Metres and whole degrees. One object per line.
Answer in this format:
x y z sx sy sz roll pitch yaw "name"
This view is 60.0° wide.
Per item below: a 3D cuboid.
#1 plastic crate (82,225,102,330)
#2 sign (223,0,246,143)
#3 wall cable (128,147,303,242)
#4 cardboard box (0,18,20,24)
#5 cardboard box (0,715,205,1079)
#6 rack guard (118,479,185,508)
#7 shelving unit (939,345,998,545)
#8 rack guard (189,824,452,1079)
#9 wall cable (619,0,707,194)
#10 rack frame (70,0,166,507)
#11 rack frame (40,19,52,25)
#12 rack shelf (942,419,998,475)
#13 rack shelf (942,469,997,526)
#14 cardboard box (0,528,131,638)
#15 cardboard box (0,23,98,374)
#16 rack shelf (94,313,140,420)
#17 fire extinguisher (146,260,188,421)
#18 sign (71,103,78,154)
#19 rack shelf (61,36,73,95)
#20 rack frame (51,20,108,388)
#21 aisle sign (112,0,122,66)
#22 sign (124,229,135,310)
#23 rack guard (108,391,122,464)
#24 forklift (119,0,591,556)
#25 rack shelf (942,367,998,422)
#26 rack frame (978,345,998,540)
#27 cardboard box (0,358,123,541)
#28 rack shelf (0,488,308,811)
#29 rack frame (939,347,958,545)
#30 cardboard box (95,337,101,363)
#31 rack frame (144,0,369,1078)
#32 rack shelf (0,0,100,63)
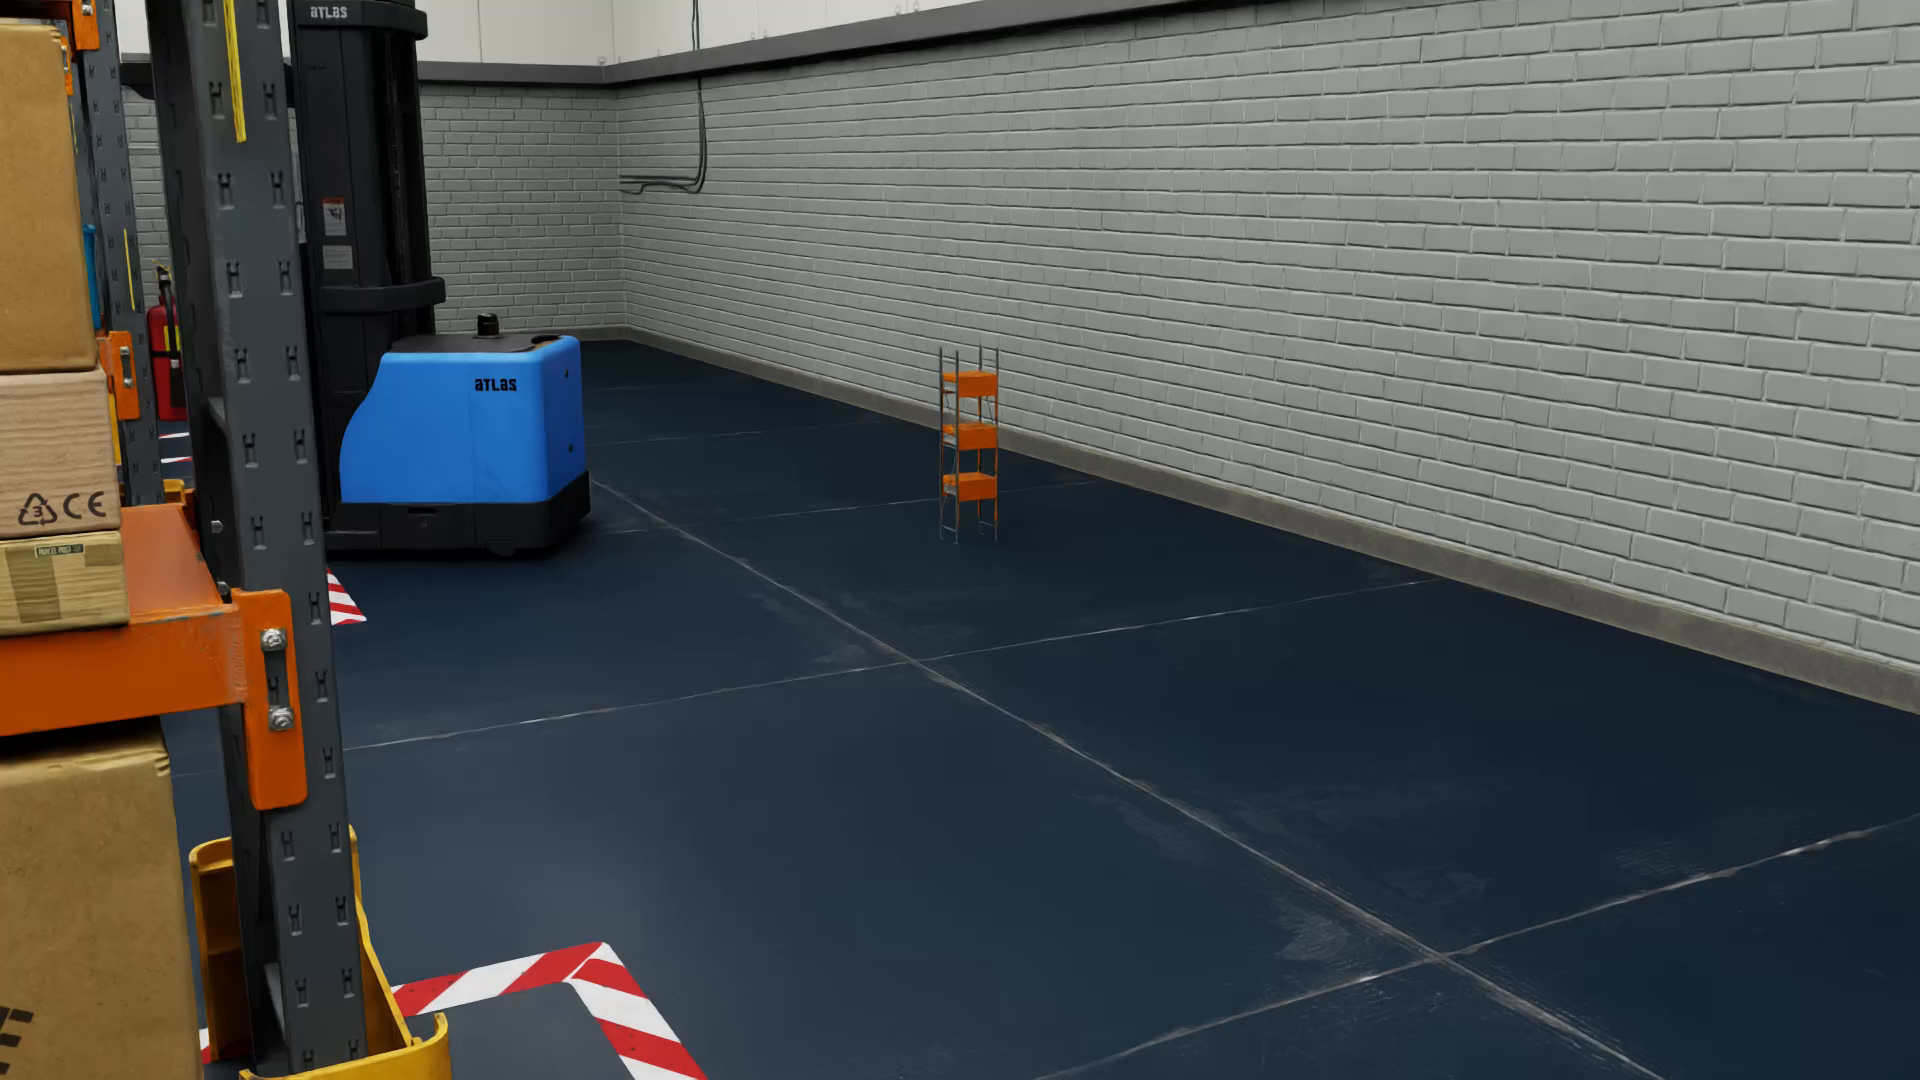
-3.918 -1.118 7.029 0.499 0.435 0.616 -7 14 -28 "plastic crate"
-1.093 -0.763 2.491 0.005 0.325 0.100 -7 14 -28 "sign"
-7.790 -3.865 17.137 1.851 1.984 0.084 -7 14 -28 "wall cable"
-6.408 -3.383 10.821 0.500 0.250 0.500 -7 14 -28 "cardboard box"
-1.864 0.726 2.935 0.875 0.875 0.875 -7 14 -28 "cardboard box"
-3.699 0.071 7.653 0.348 0.500 1.175 -7 14 -28 "rack guard"
0.047 -0.518 9.019 0.252 1.050 0.215 -7 14 -28 "shelving unit"
-1.319 1.028 3.401 0.348 0.500 1.175 -7 14 -28 "rack guard"
-3.325 -4.990 17.860 0.112 2.526 3.097 -7 14 -28 "wall cable"
-3.714 -1.143 7.356 0.127 3.000 1.000 -7 14 -28 "rack frame"
-8.460 -5.979 15.181 0.127 3.000 1.000 -7 14 -28 "rack frame"
0.047 -0.507 9.021 0.240 0.259 0.215 -7 14 -28 "rack shelf"
0.047 -0.236 9.082 0.240 0.259 0.215 -7 14 -28 "rack shelf"
-1.495 0.035 2.694 0.250 0.149 0.380 -7 14 -27 "cardboard box"
-1.642 -0.524 2.564 0.500 0.500 0.500 -7 14 -27 "cardboard box"
-5.469 -0.582 6.500 4.000 0.370 1.077 -7 14 -28 "rack shelf"
-3.363 -0.852 7.087 0.183 0.674 0.296 -7 14 -28 "fire extinguisher"
-5.835 -2.708 10.953 0.005 0.325 0.100 -7 14 -28 "sign"
-7.839 -3.000 10.415 4.000 0.370 1.077 -7 14 -28 "rack shelf"
-6.084 -2.098 11.600 0.127 3.000 1.000 -7 14 -28 "rack frame"
-3.510 -2.362 6.854 0.004 0.787 0.394 -7 14 -28 "aisle sign"
-3.436 -1.118 6.875 0.005 0.325 0.100 -7 14 -28 "sign"
-6.150 -0.871 11.839 0.348 0.500 1.175 -7 14 -28 "rack guard"
-3.630 -1.432 8.798 3.031 2.935 1.130 0 13 0 "forklift"
0.047 -0.784 8.959 0.240 0.259 0.215 -7 14 -28 "rack shelf"
0.154 -0.531 9.076 0.008 1.050 0.200 -7 14 -28 "rack frame"
-1.639 -0.158 2.645 0.500 0.250 0.500 -7 15 -29 "cardboard box"
-3.096 0.373 2.259 4.000 0.370 1.077 -7 14 -28 "rack shelf"
-0.060 -0.505 8.962 0.008 1.050 0.200 -7 14 -28 "rack frame"
-1.891 -0.262 3.106 0.500 0.250 0.500 -7 15 -29 "cardboard box"
-1.340 -0.189 3.115 0.127 3.000 1.000 -7 14 -28 "rack frame"
-5.469 -2.045 6.171 4.000 0.370 1.077 -7 14 -28 "rack shelf"
